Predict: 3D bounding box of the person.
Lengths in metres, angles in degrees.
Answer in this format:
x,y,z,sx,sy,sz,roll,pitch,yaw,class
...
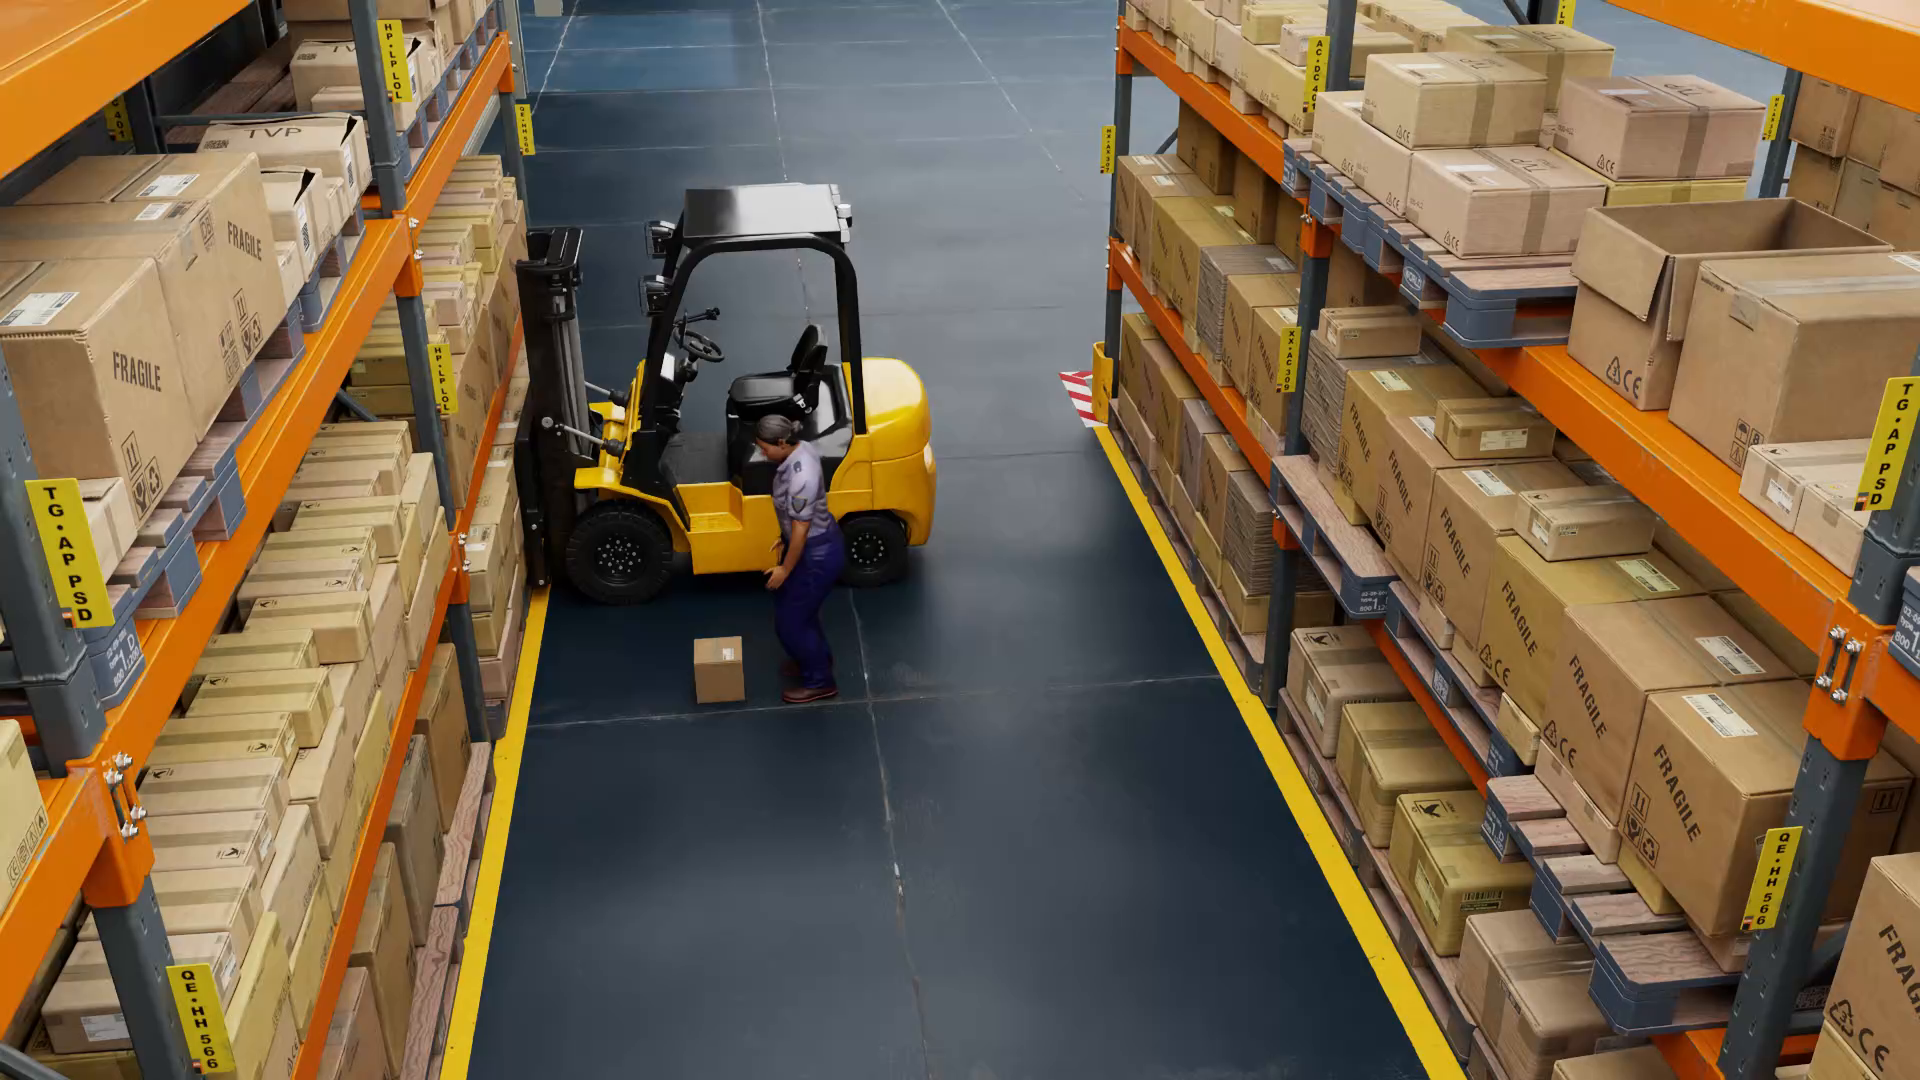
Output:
x,y,z,sx,sy,sz,roll,pitch,yaw,class
-0.799,0.085,8.552,0.426,1.587,0.504,-3,27,-6,person
